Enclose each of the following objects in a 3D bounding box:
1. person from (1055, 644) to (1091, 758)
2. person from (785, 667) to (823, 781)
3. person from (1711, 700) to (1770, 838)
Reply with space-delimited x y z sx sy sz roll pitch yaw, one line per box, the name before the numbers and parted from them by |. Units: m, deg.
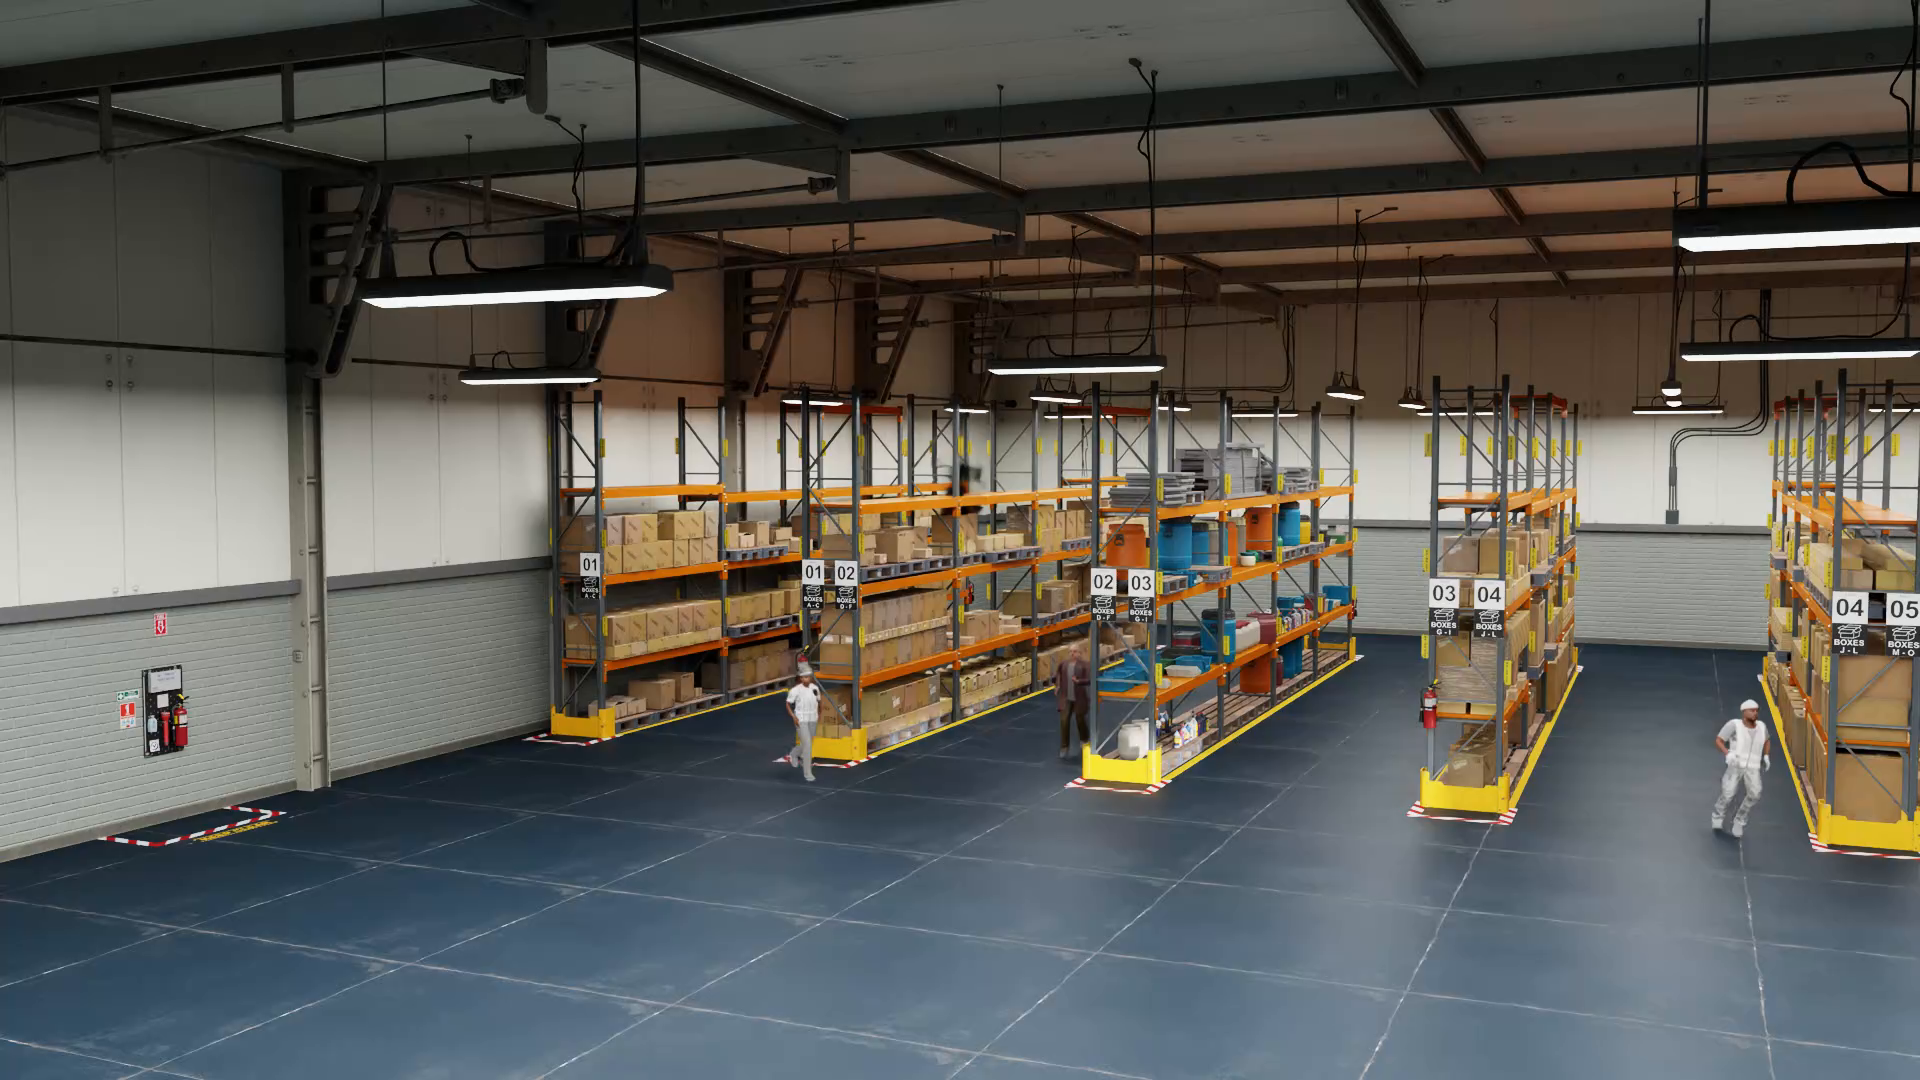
person | 1.840 2.610 26.998 0.695 1.734 1.001 1 3 18
person | -2.361 2.762 25.292 0.596 1.700 0.759 -2 4 -36
person | 10.149 2.947 21.504 0.744 1.771 0.651 0 3 6
